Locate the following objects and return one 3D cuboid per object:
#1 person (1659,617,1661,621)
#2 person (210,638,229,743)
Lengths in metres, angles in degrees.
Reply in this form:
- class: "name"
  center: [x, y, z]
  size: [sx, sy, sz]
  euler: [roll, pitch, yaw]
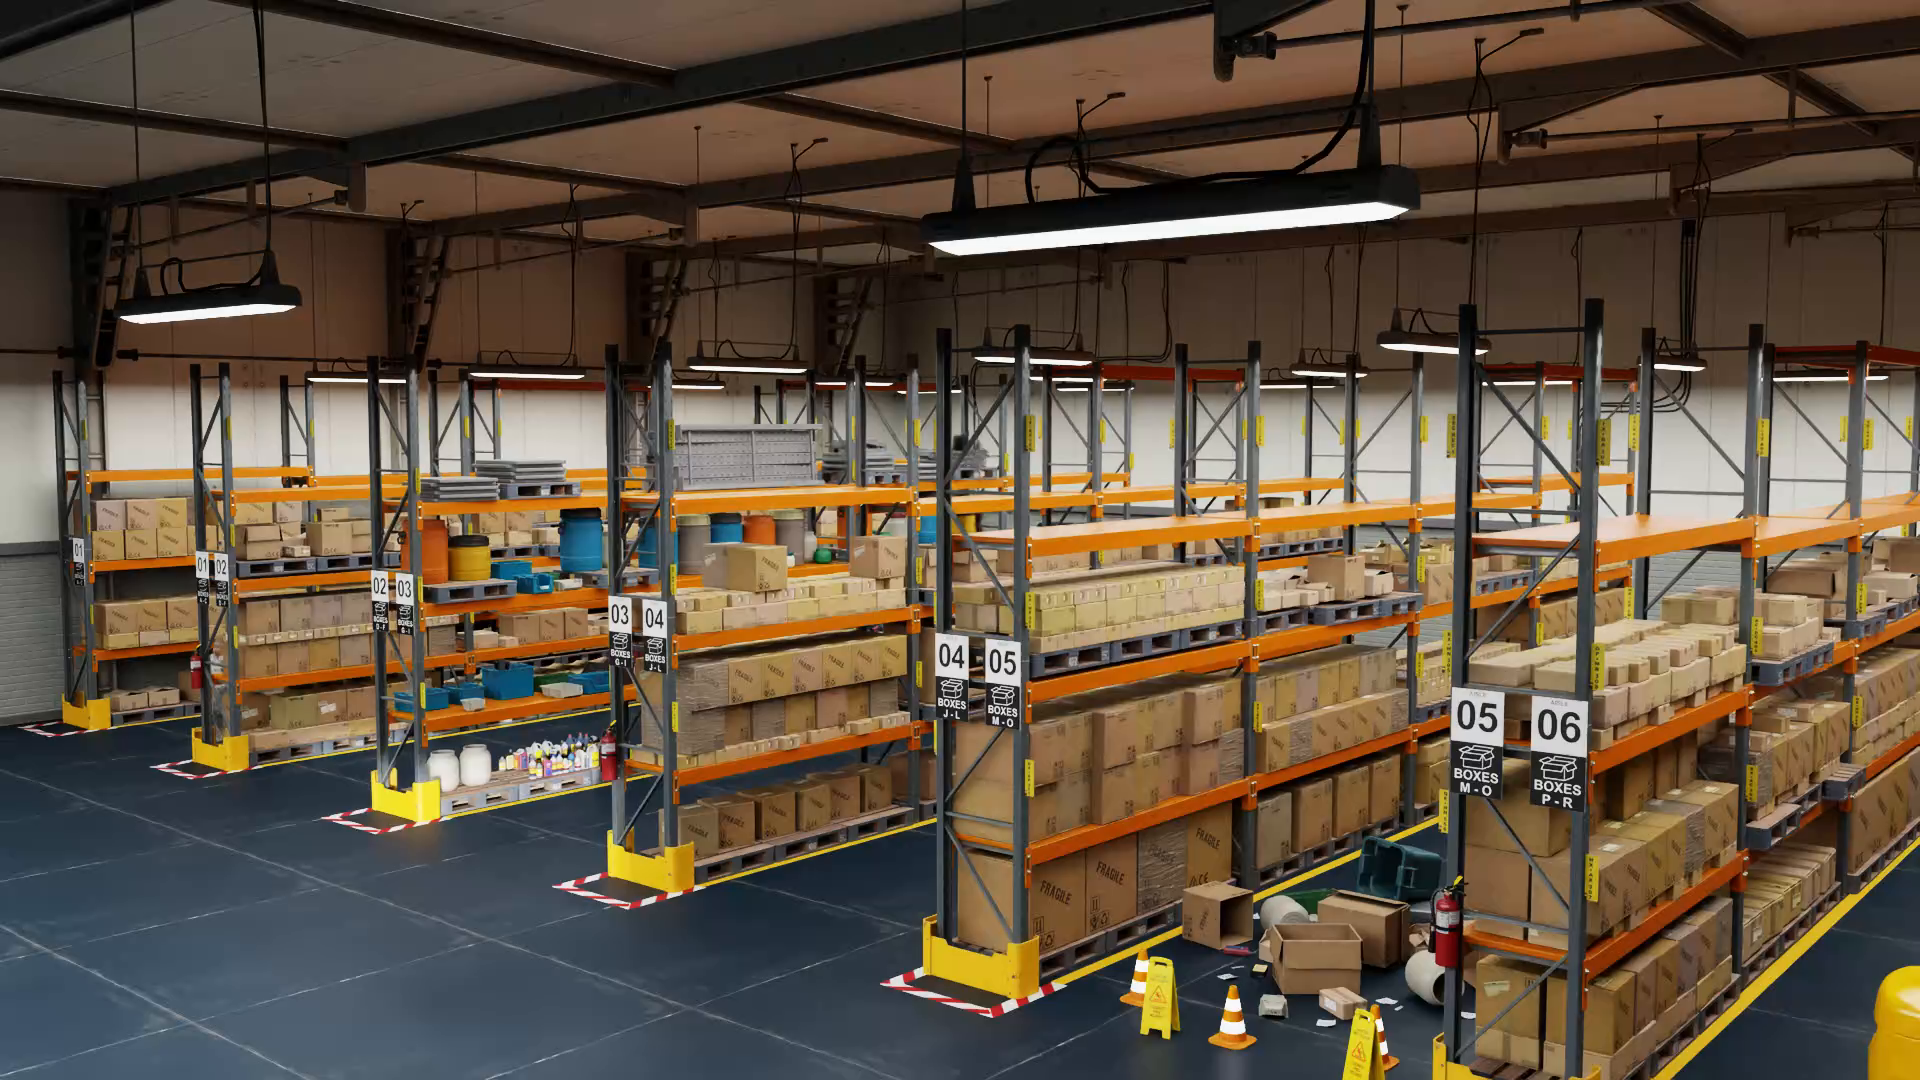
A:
- class: "person"
  center: [12.169, 2.200, 28.728]
  size: [0.865, 1.846, 0.673]
  euler: [0, 4, -3]
- class: "person"
  center: [-11.905, 2.411, 26.764]
  size: [0.517, 1.706, 0.778]
  euler: [0, 4, -4]
